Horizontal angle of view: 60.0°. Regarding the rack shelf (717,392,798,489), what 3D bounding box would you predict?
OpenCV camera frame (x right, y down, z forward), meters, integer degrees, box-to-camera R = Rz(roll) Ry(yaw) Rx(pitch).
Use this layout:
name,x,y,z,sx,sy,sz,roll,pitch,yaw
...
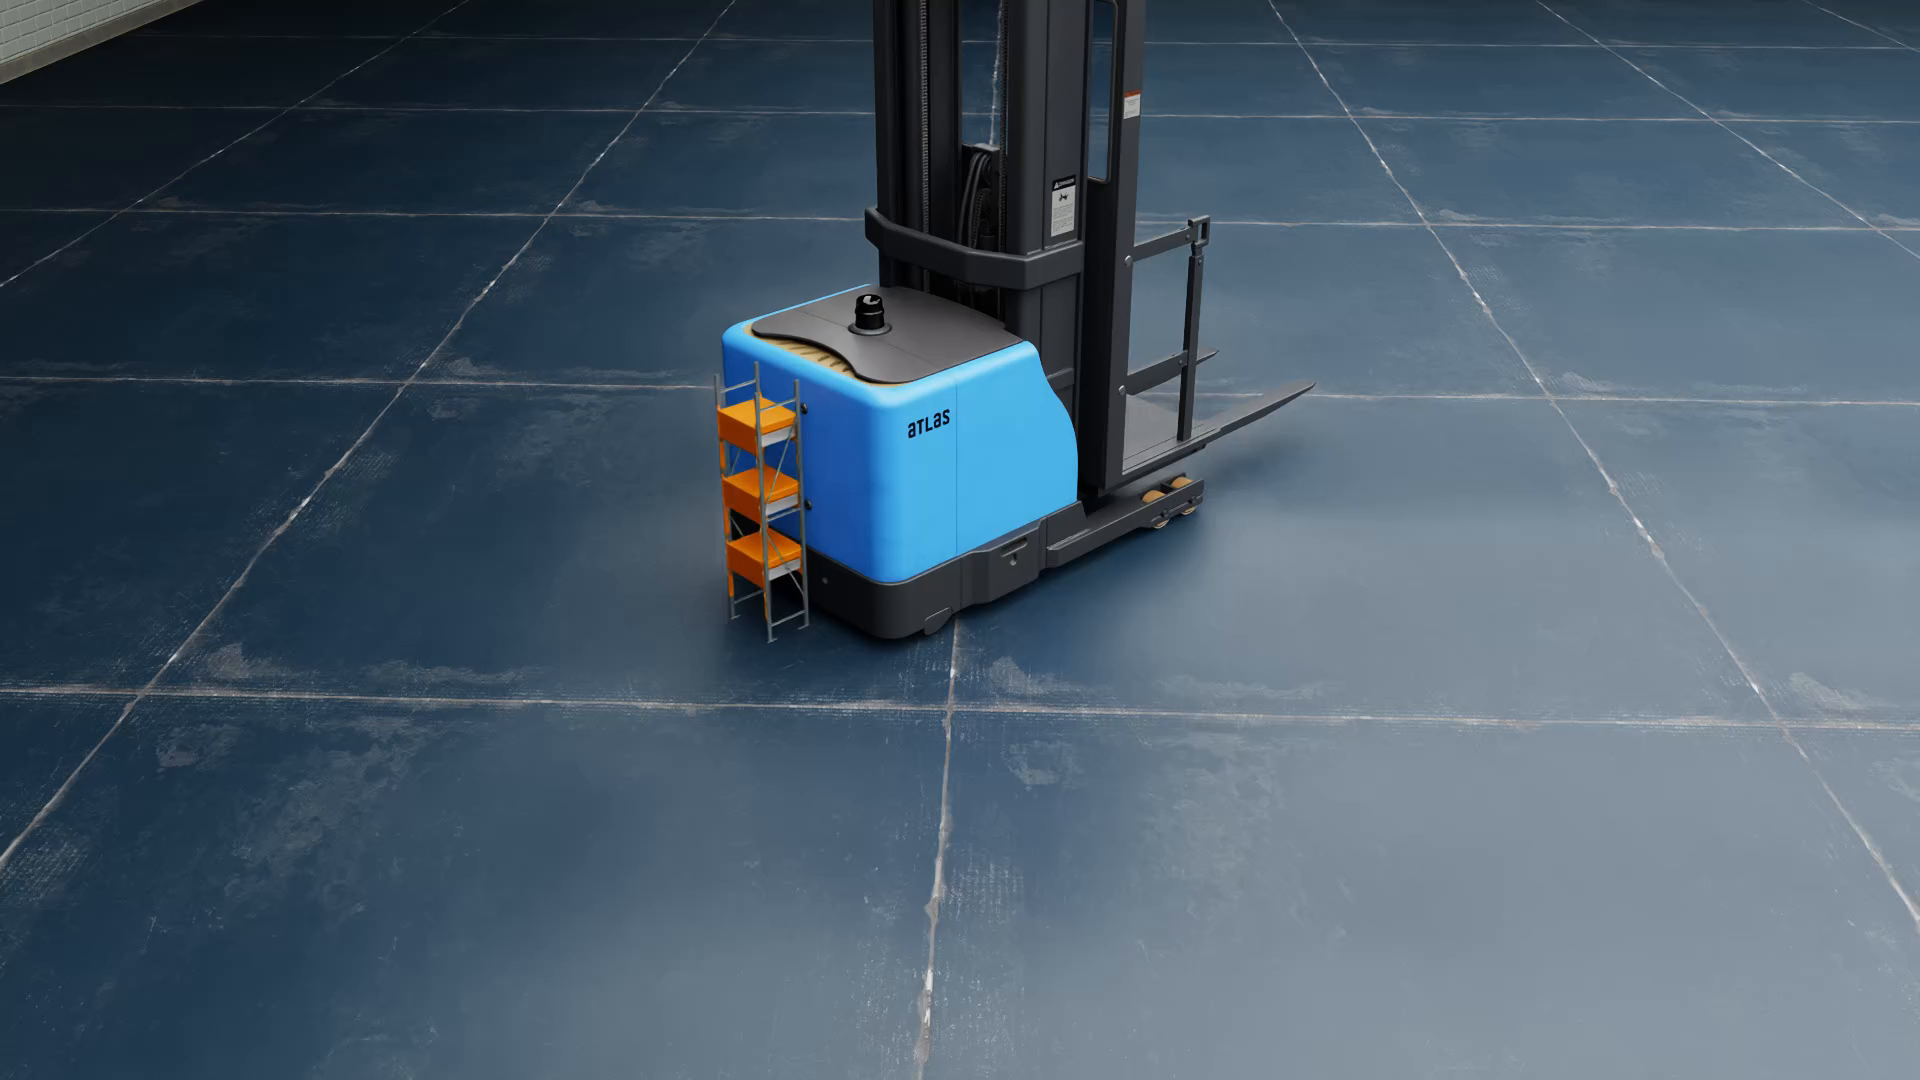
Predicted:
name,x,y,z,sx,sy,sz,roll,pitch,yaw
rack shelf,-0.753,-0.378,6.257,0.215,0.259,0.240,-23,36,-37

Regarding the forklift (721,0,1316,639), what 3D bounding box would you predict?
name,x,y,z,sx,sy,sz,roll,pitch,yaw
forklift,0.452,-1.501,6.952,3.031,2.935,1.130,-24,36,-38

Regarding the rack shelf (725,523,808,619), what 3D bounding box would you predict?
name,x,y,z,sx,sy,sz,roll,pitch,yaw
rack shelf,-0.757,0.120,6.517,0.215,0.259,0.240,-23,36,-37

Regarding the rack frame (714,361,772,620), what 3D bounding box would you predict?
name,x,y,z,sx,sy,sz,roll,pitch,yaw
rack frame,-0.838,-0.178,6.462,0.200,1.050,0.008,-23,36,-37

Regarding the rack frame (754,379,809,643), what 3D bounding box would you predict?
name,x,y,z,sx,sy,sz,roll,pitch,yaw
rack frame,-0.671,-0.094,6.305,0.200,1.050,0.008,-23,36,-37

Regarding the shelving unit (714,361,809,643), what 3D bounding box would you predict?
name,x,y,z,sx,sy,sz,roll,pitch,yaw
shelving unit,-0.755,-0.136,6.383,0.215,1.050,0.252,-23,36,-37

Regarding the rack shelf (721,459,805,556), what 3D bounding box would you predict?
name,x,y,z,sx,sy,sz,roll,pitch,yaw
rack shelf,-0.755,-0.127,6.388,0.215,0.259,0.240,-23,36,-37
